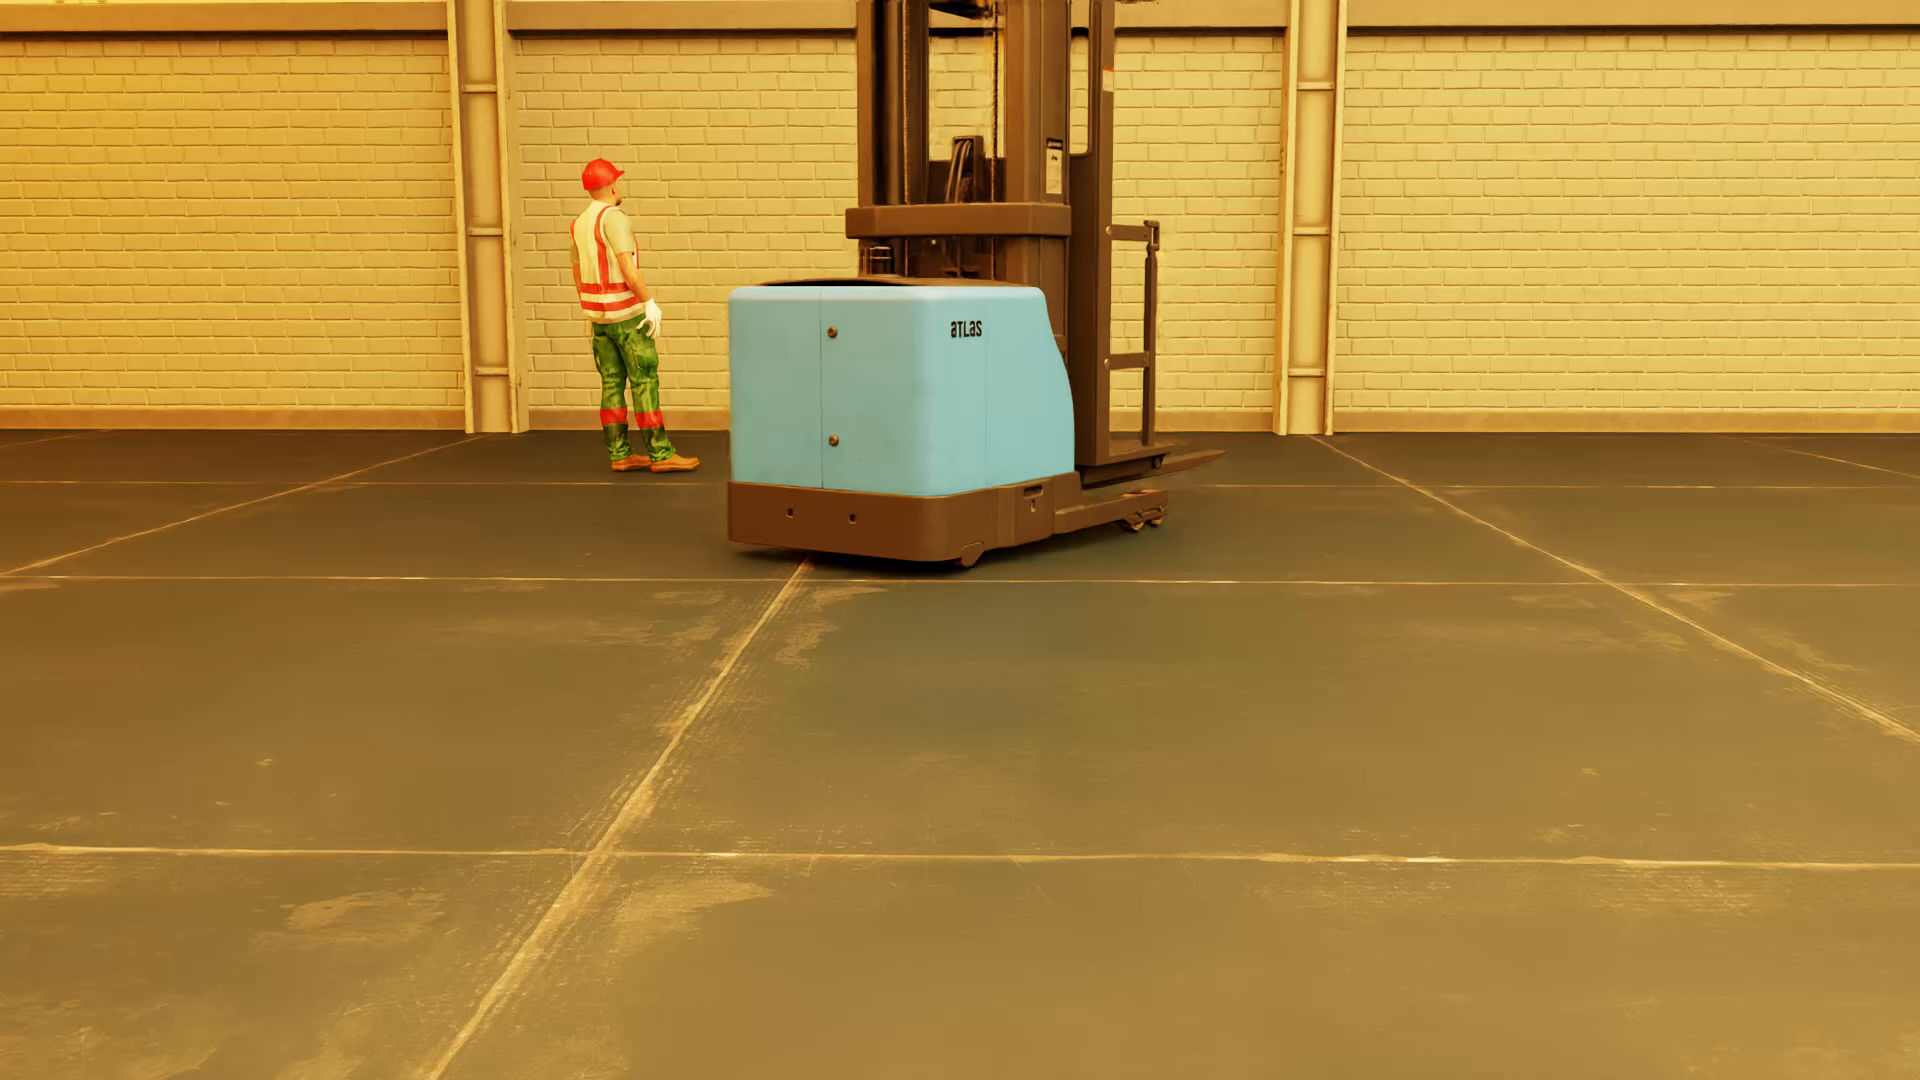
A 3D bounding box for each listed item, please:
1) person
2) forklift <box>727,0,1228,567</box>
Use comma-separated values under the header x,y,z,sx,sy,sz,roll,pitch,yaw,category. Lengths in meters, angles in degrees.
x,y,z,sx,sy,sz,roll,pitch,yaw,category
-1.925,-1.302,9.682,0.638,1.786,0.566,8,12,43,person
0.294,-1.526,7.410,1.130,2.935,3.031,6,10,33,forklift
